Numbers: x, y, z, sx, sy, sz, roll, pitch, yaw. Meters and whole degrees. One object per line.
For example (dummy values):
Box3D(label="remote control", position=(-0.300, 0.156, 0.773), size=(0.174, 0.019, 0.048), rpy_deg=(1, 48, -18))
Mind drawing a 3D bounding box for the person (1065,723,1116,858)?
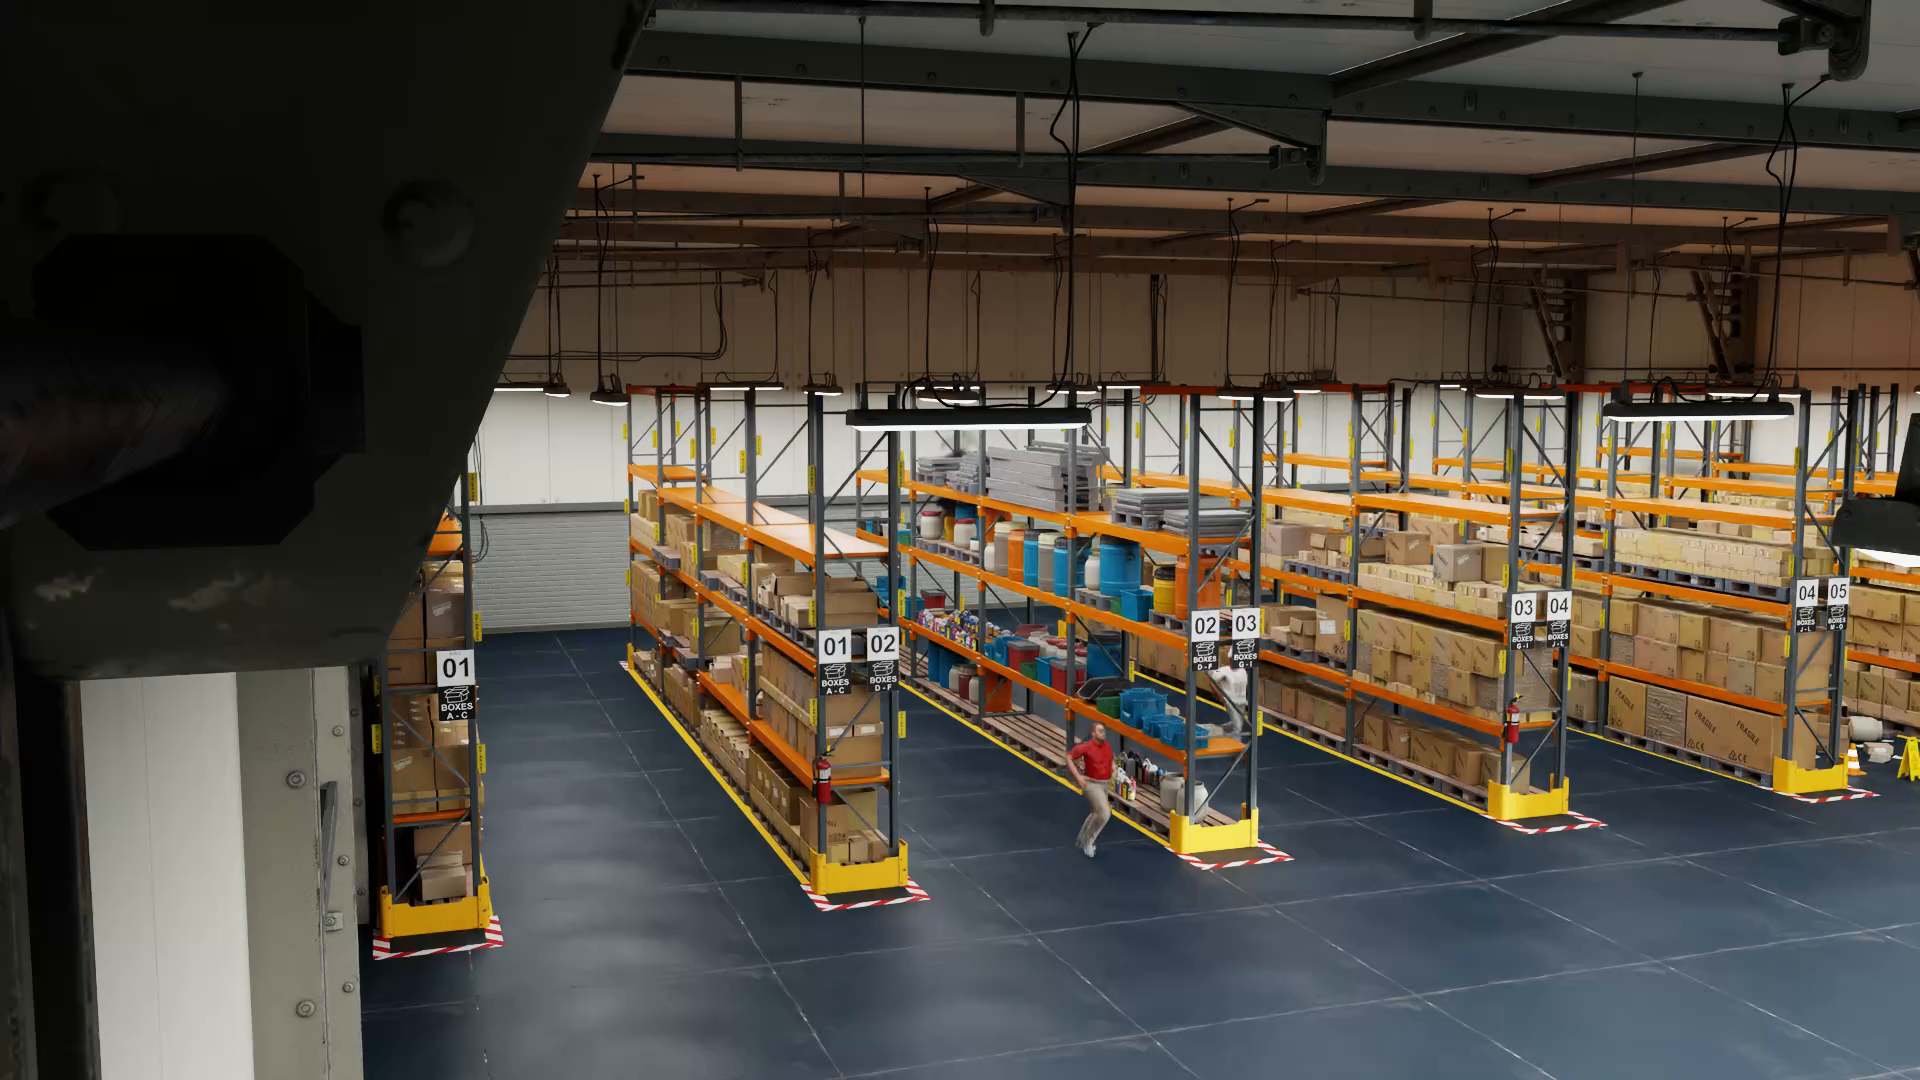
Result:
Box3D(label="person", position=(1.790, 3.266, 21.724), size=(0.609, 1.733, 0.679), rpy_deg=(4, 7, 37))

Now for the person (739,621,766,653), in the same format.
Box3D(label="person", position=(-4.506, 1.804, 35.387), size=(0.738, 1.736, 0.675), rpy_deg=(-6, 8, -43))

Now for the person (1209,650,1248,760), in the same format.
Box3D(label="person", position=(4.462, 2.662, 27.223), size=(0.700, 1.762, 0.881), rpy_deg=(-3, 7, -30))
